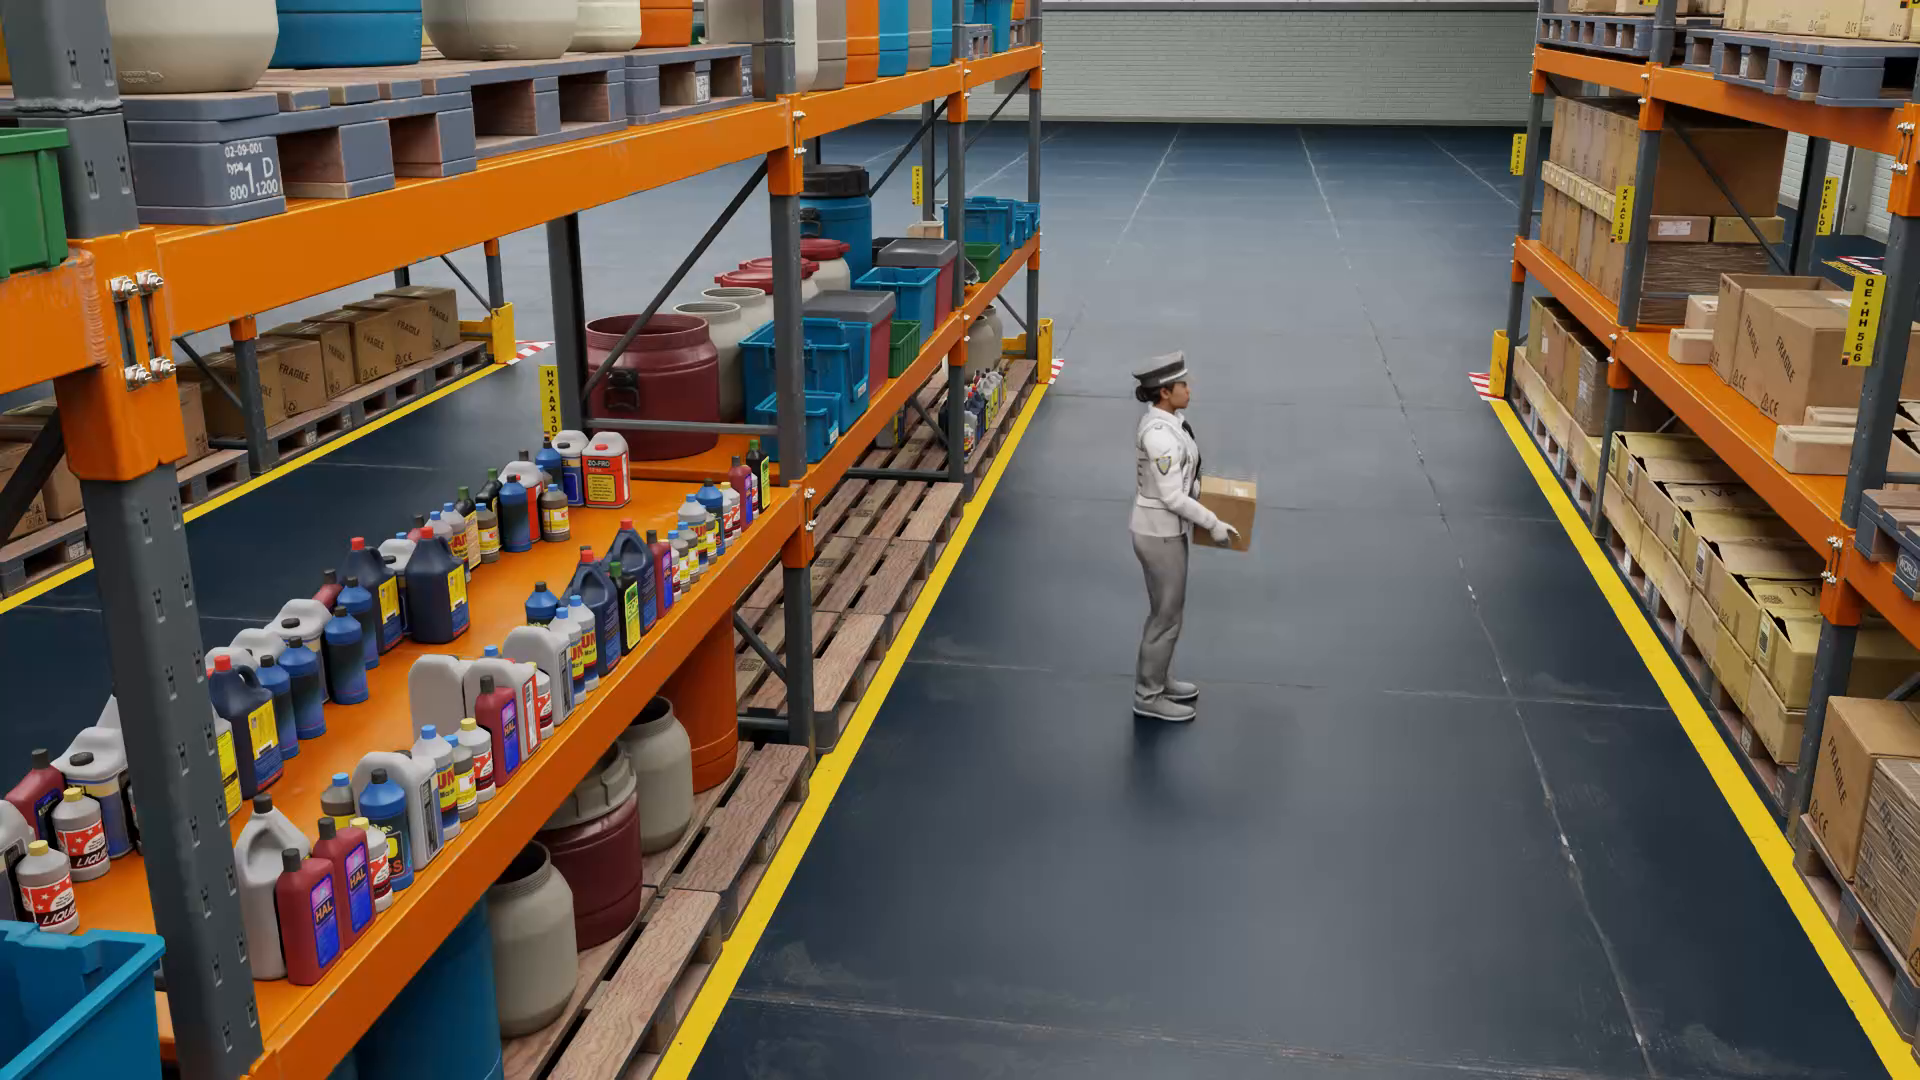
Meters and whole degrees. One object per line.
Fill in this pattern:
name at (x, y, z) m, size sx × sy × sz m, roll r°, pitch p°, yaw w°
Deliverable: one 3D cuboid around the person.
person at (1.010, -0.025, 7.580) m, size 0.504 × 1.692 × 0.485 m, roll 3°, pitch 18°, yaw 8°
